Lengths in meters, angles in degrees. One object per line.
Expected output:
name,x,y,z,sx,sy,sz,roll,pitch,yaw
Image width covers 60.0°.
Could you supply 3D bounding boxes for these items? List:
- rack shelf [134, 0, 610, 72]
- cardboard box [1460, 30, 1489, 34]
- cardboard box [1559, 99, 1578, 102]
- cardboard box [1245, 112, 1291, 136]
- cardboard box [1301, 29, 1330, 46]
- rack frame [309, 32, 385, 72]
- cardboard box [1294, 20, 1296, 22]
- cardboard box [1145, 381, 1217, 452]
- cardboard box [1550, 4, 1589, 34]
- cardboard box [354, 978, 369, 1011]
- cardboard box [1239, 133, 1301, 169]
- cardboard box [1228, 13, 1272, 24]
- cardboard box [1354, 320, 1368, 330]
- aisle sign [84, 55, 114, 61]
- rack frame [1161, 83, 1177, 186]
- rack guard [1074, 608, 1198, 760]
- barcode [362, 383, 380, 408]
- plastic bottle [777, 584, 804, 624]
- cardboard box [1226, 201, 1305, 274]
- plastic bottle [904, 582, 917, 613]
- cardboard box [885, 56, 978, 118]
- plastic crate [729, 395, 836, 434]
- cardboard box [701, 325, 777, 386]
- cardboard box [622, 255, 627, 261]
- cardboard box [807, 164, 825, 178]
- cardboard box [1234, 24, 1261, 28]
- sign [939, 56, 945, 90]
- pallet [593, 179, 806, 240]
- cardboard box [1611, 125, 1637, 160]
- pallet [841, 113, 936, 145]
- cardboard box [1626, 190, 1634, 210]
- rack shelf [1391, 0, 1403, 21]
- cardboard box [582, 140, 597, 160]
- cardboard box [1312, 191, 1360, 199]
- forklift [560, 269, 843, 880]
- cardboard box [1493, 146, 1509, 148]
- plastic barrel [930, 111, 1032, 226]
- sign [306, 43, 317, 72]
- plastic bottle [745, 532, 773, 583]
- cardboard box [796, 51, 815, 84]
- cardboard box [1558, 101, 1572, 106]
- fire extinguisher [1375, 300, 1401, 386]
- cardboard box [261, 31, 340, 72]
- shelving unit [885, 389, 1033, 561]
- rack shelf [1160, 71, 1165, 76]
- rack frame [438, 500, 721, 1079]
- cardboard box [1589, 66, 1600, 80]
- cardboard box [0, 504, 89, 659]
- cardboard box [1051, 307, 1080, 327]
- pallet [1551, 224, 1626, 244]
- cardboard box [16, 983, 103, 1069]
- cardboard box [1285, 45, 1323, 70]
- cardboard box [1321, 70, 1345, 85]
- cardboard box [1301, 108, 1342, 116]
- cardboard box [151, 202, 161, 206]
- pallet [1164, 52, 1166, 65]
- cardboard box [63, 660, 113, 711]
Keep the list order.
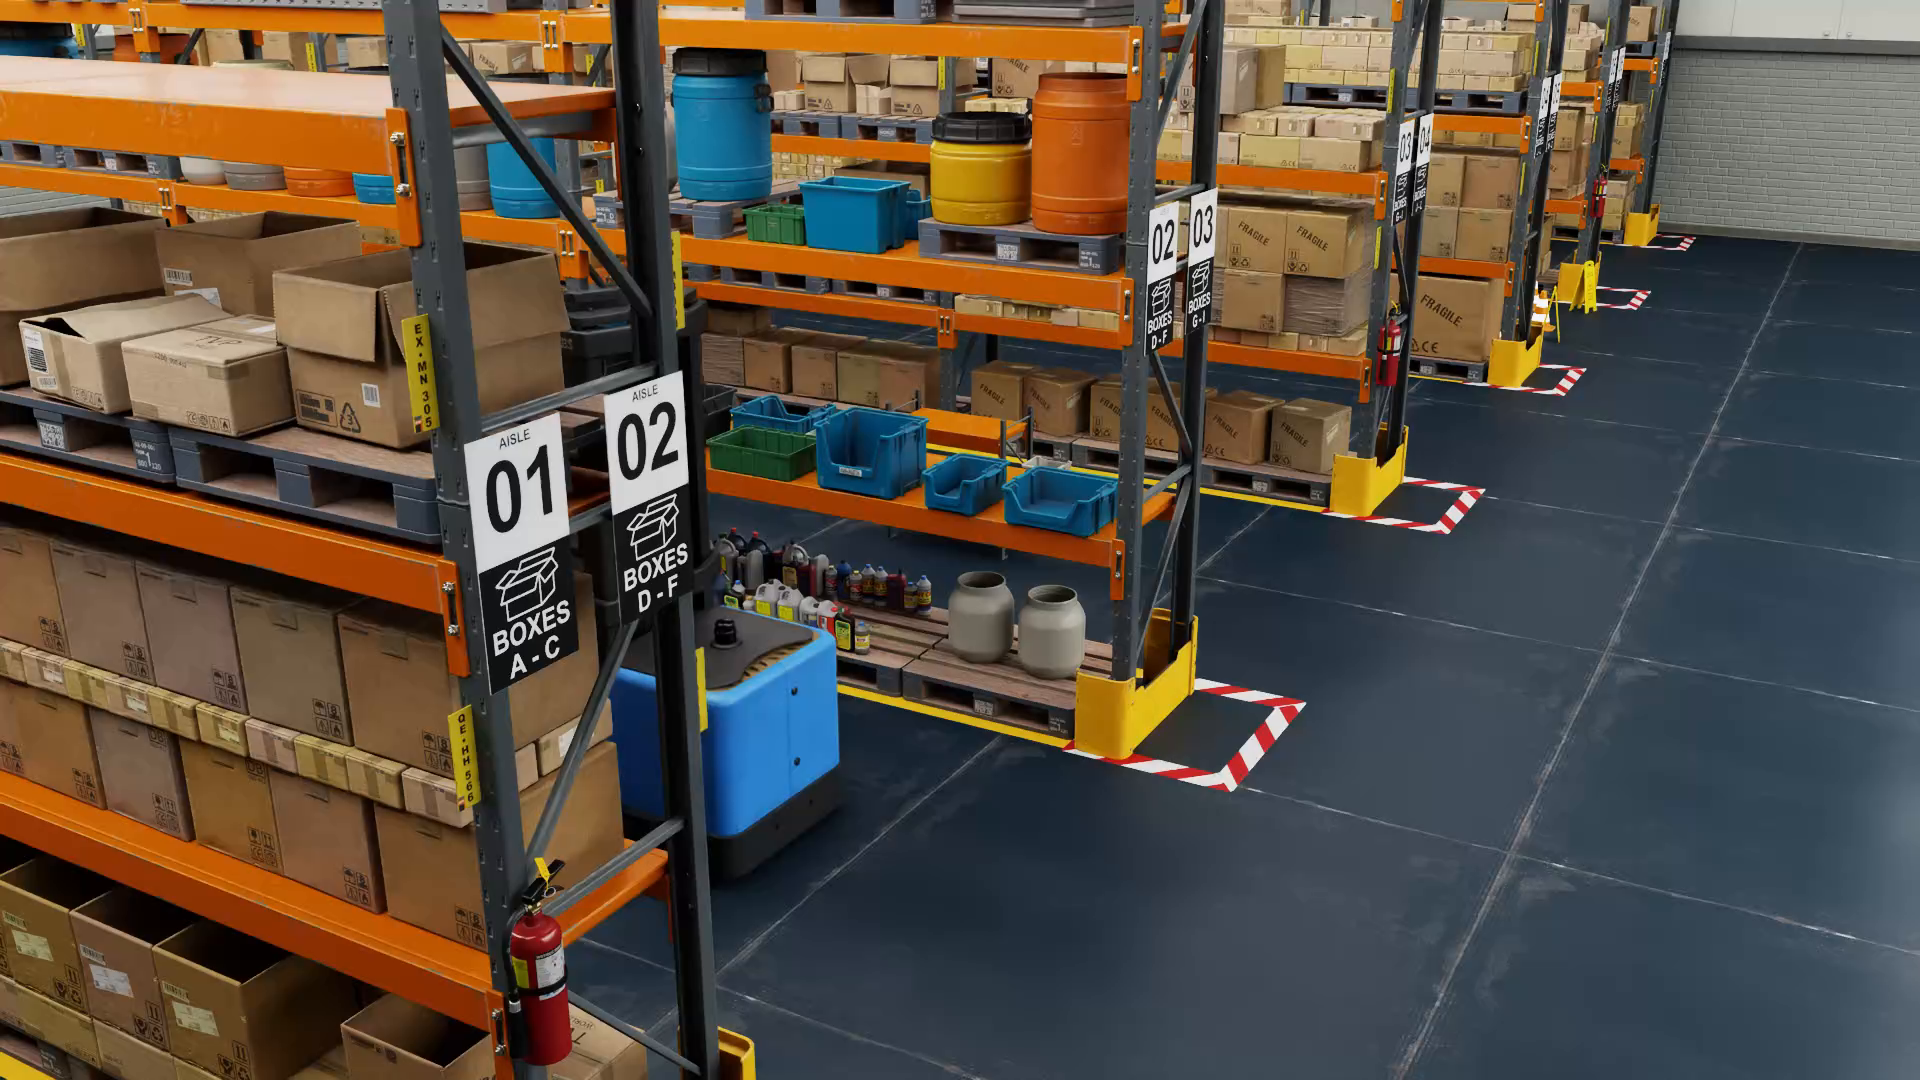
rack shelf,-4.053,-3.602,11.740,4.000,0.370,1.077,11,23,27
cardboard box,5.530,-5.390,17.864,0.250,0.149,0.380,10,22,27
cardboard box,9.762,-7.000,26.729,0.250,0.149,0.380,12,23,29
cardboard box,2.513,-3.391,13.550,0.250,0.149,0.380,11,23,28
cardboard box,3.880,-5.448,18.023,0.250,0.149,0.380,11,23,27
rack frame,-6.875,-6.600,18.365,0.127,3.000,1.000,11,23,27
cardboard box,5.763,-8.757,28.289,0.250,0.166,0.380,11,23,27
cardboard box,1.988,-1.115,15.089,0.500,0.500,0.500,13,24,32
cardboard box,9.501,-8.116,26.032,0.500,0.500,0.700,11,23,28
cardboard box,-2.473,1.589,6.902,0.500,0.500,0.500,11,23,27
cardboard box,2.619,-3.211,13.639,0.500,0.250,0.500,11,23,28
cardboard box,4.187,-7.468,24.027,0.500,0.250,0.500,10,22,26
cardboard box,3.468,-1.785,14.255,0.250,0.149,0.380,11,23,27
aisle sign,-10.577,-5.590,20.565,0.004,0.787,0.394,11,23,27
rack frame,2.616,-3.910,19.744,0.127,3.000,1.000,11,23,27
rack guard,1.096,0.866,10.244,0.348,0.500,1.175,11,23,27
barcode,-1.732,-0.426,4.890,0.075,0.075,0.001,11,23,27
plastic bottle,-1.106,0.454,10.955,0.185,0.351,0.144,12,23,30
cardboard box,2.561,-2.541,13.922,0.500,0.500,0.500,11,23,27
plastic bottle,-0.336,0.387,11.358,0.097,0.201,0.097,0,20,0
cardboard box,-0.253,-4.214,15.416,0.637,0.503,0.797,10,22,25
plastic crate,-1.208,-0.802,11.396,0.616,0.251,0.499,11,23,27
cardboard box,-2.298,-1.953,17.371,0.500,0.500,0.700,9,22,23
cardboard box,-3.675,-3.324,17.983,0.500,0.500,0.500,12,23,29
cardboard box,-1.763,-4.785,21.472,0.250,0.149,0.380,12,23,29
cardboard box,3.311,-5.813,19.029,0.250,0.149,0.380,11,23,27
sign,-0.159,-4.122,14.596,0.005,0.325,0.100,11,23,27
pallet,-1.629,-2.206,10.925,1.003,0.211,1.213,11,23,27
cardboard box,10.294,-6.264,26.088,0.500,0.500,0.500,10,22,26
pallet,-0.378,-3.906,15.611,1.003,0.211,1.213,11,23,27
cardboard box,10.542,-5.493,26.793,0.500,0.250,0.500,11,23,28
rack shelf,1.855,-4.598,13.903,4.000,0.370,1.077,11,23,27
cardboard box,-4.928,-5.423,23.334,0.500,0.500,0.500,11,23,27
cardboard box,4.329,-4.143,18.584,0.500,0.550,0.875,11,23,27
forklift,-2.174,0.003,9.058,3.031,2.935,1.130,12,23,29
cardboard box,7.391,-5.015,22.208,0.500,0.500,0.500,11,23,27
plastic barrel,0.128,-2.158,9.625,0.600,0.588,0.600,0,20,0
sign,-7.145,-5.305,18.318,0.005,0.325,0.100,11,23,27
plastic bottle,-1.436,0.116,11.885,0.185,0.351,0.144,10,22,25
cardboard box,-1.941,-6.131,21.321,0.500,0.500,0.500,11,23,27
cardboard box,9.501,-6.843,26.296,0.250,0.149,0.380,11,23,29
fire extinguisher,3.476,-1.592,13.469,0.183,0.674,0.296,11,23,27
cardboard box,-7.588,-5.594,19.080,0.500,0.500,0.700,9,22,24
shelving unit,-0.006,-0.530,13.176,1.048,1.125,0.538,11,23,27
rack shelf,3.196,-6.805,24.381,4.000,0.370,1.077,11,23,27
rack frame,-1.234,1.164,5.758,0.127,3.000,1.000,11,23,27
cardboard box,8.303,-6.179,21.969,0.250,0.149,0.380,11,23,27
cardboard box,-3.457,0.081,6.694,0.500,0.500,0.700,11,23,27
cardboard box,1.015,-2.035,14.945,0.250,0.149,0.380,11,23,27
pallet,10.163,-5.017,26.886,1.213,0.211,1.003,11,23,27
cardboard box,-3.601,1.930,7.061,0.500,0.250,0.500,11,23,27
cardboard box,3.788,-5.302,18.204,0.500,0.250,0.500,11,22,27
cardboard box,4.096,-5.031,18.044,0.250,0.149,0.380,11,23,28
cardboard box,3.014,-3.504,13.861,0.250,0.149,0.380,10,22,26
cardboard box,-9.623,-4.270,20.522,0.500,0.250,0.500,10,22,27
pallet,3.548,-7.028,24.217,1.003,0.211,1.213,11,23,27
cardboard box,-3.231,0.506,6.475,0.250,0.149,0.380,11,22,27
